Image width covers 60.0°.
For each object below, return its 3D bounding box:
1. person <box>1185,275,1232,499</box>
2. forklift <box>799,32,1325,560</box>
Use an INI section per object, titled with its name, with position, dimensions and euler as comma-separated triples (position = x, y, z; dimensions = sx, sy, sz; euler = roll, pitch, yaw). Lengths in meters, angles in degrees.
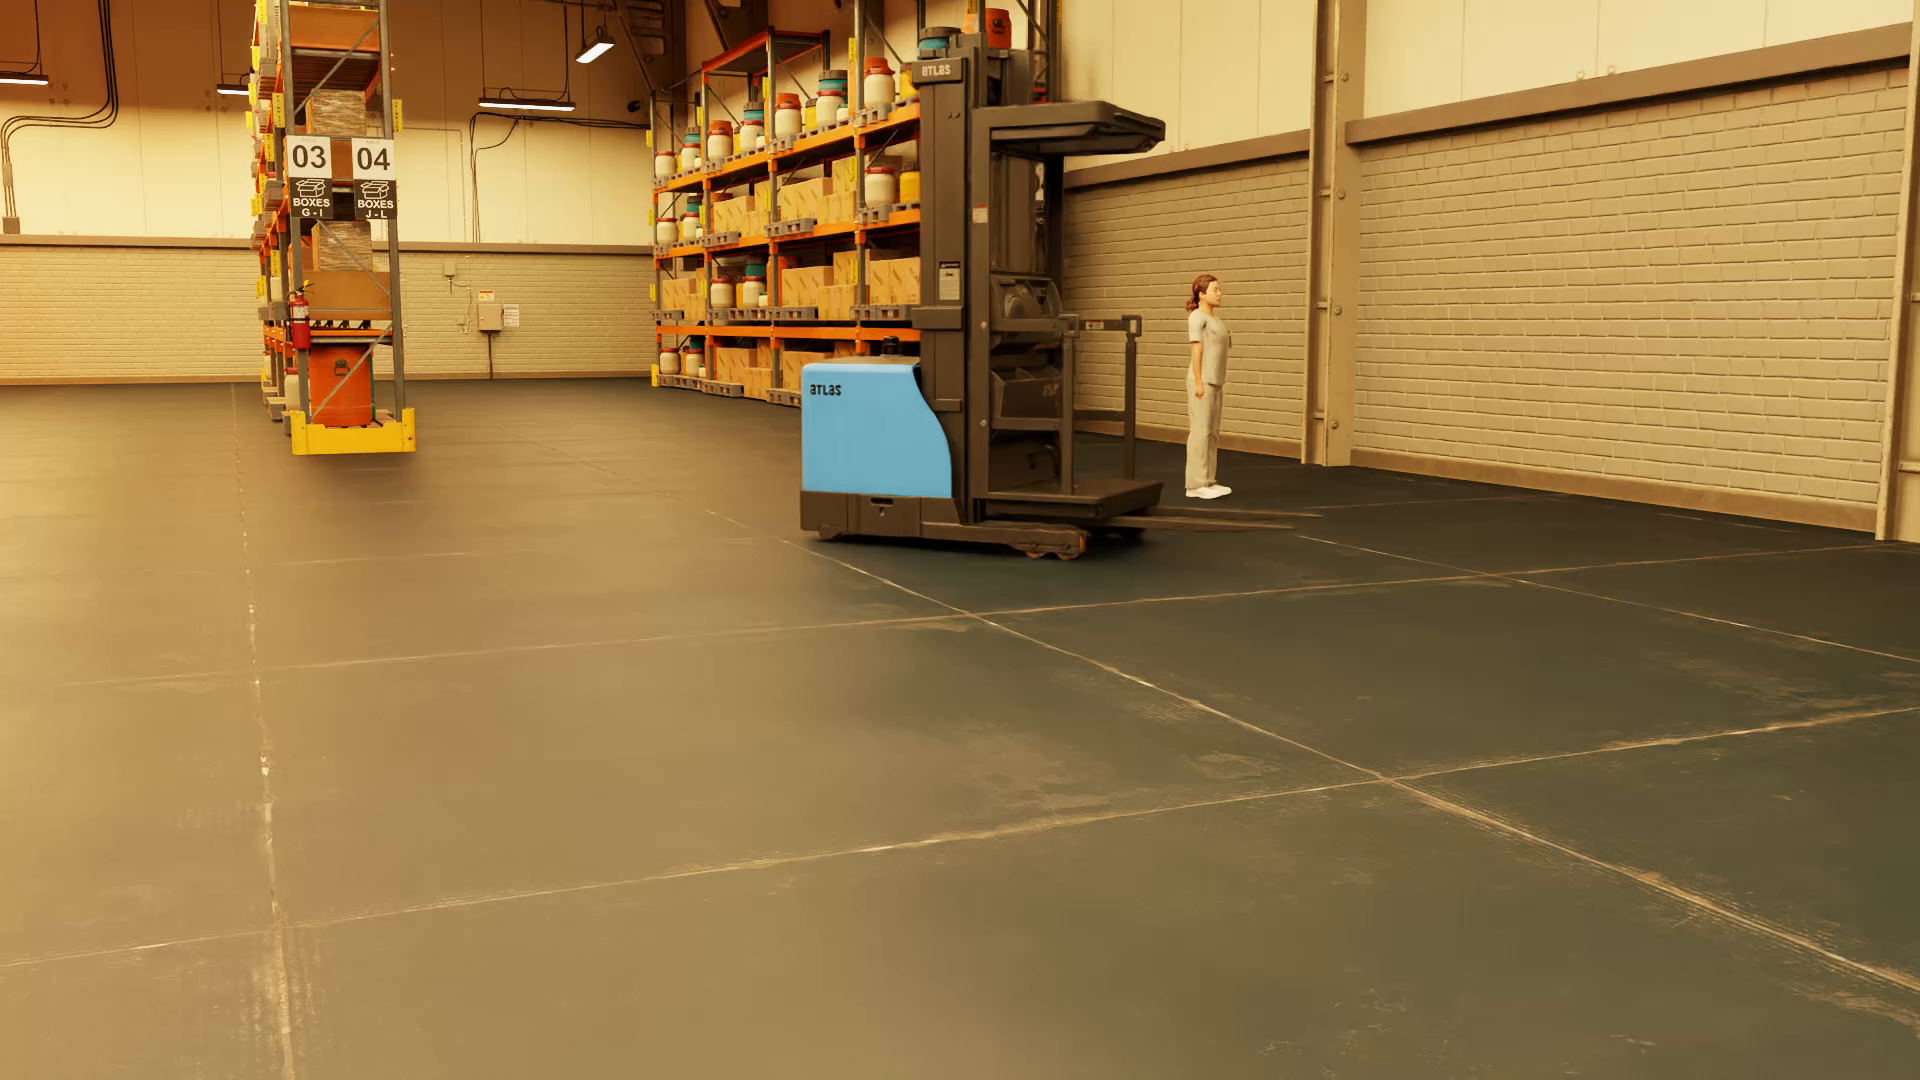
[person]
position = 1.876, -1.166, 12.610
dimensions = 0.373, 1.672, 0.432
euler = 4, 8, 26
[forklift]
position = 0.579, -1.419, 9.704
dimensions = 3.031, 2.935, 1.130
euler = 4, 8, 26
